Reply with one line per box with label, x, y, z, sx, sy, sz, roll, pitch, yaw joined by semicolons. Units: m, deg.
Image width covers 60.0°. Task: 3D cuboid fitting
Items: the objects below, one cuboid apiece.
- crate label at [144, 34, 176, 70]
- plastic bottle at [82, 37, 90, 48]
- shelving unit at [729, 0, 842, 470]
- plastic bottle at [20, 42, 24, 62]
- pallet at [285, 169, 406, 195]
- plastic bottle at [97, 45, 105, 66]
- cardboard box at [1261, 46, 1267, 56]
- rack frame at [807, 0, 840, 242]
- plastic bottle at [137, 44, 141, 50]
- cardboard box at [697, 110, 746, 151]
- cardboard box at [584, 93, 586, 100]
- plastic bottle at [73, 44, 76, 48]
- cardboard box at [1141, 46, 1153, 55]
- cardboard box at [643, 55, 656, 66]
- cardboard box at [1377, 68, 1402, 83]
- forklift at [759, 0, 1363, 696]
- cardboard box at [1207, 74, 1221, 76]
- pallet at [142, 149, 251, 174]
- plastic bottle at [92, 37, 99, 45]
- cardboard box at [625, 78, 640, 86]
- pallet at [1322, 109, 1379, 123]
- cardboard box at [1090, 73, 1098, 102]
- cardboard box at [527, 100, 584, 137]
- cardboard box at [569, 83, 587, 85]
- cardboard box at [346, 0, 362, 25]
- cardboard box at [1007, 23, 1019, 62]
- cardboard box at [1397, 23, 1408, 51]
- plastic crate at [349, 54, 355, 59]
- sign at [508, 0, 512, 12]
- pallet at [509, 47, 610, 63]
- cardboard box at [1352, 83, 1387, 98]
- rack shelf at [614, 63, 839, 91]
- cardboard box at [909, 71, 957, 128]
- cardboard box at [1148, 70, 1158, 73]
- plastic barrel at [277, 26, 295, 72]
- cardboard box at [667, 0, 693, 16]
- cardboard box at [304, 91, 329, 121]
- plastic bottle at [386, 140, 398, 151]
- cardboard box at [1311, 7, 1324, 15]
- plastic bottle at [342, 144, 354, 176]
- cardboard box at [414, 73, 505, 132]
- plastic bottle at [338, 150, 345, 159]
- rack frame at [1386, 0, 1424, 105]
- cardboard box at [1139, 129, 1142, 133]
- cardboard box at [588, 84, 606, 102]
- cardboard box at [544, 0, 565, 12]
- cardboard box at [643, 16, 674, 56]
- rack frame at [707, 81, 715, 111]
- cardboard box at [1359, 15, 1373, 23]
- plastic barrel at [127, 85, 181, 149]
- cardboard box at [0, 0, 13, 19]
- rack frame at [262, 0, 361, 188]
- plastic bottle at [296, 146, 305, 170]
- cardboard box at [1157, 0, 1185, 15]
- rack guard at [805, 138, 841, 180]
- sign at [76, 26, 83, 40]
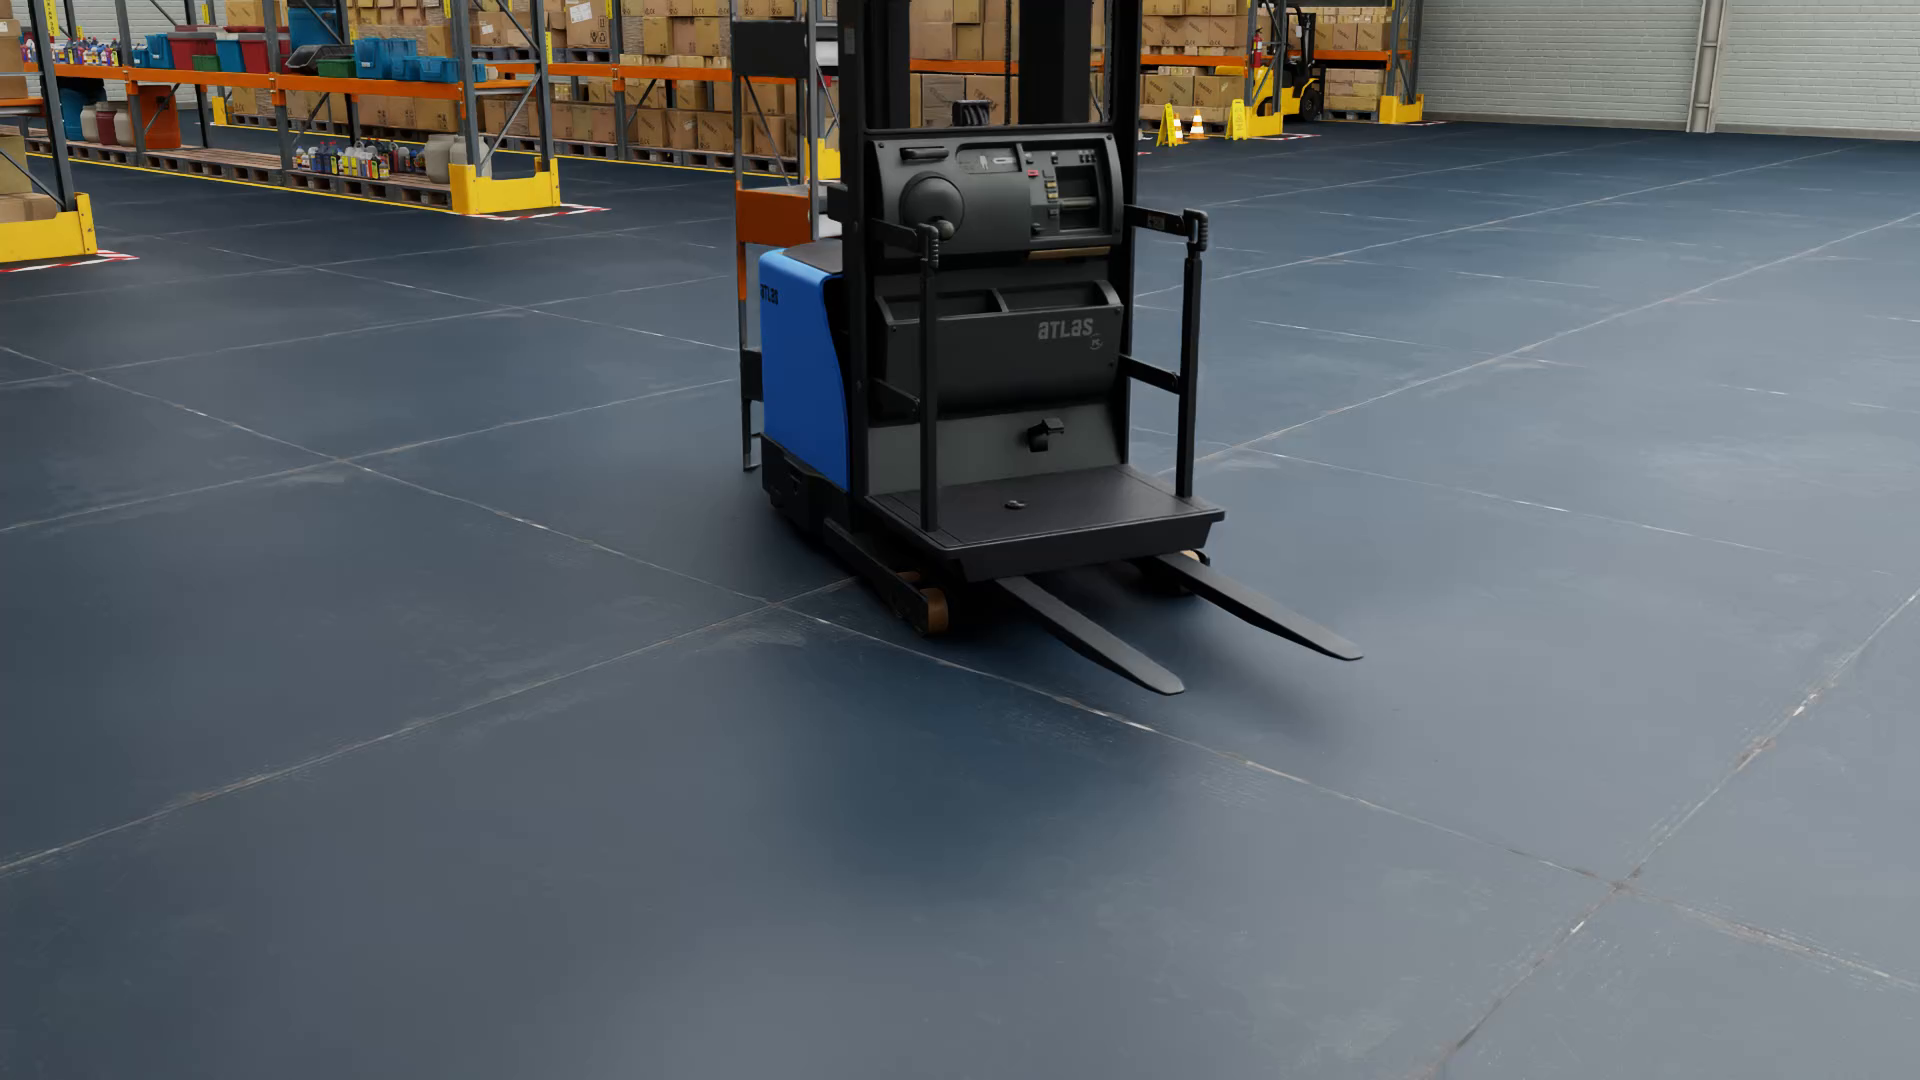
crate label;-10.161;-6.323;21.518;0.616;0.435;0.502;15;23;39
plastic bottle;-12.769;-7.166;24.315;0.185;0.351;0.144;15;23;39
shelving unit;-0.663;-1.317;7.282;0.503;2.100;0.431;16;23;41
plastic bottle;-13.726;-7.144;24.357;0.133;0.283;0.061;15;23;39
pallet;-7.258;-4.290;19.781;1.213;0.211;1.003;15;23;39
plastic bottle;-11.703;-6.603;22.671;0.097;0.271;0.097;0;18;0
cardboard box;5.008;-8.318;28.279;0.250;0.149;0.380;15;23;39
rack frame;-0.485;-1.267;7.123;0.015;2.100;0.400;16;23;41
plastic bottle;-11.594;-6.880;23.546;0.097;0.271;0.097;0;18;0
cardboard box;-3.223;-5.583;22.684;0.500;0.500;0.500;13;22;34
cardboard box;-7.369;-8.751;32.754;0.250;0.149;0.380;15;23;40
plastic bottle;-12.363;-6.803;23.282;0.133;0.283;0.061;15;23;39
cardboard box;3.313;-8.567;29.064;0.250;0.149;0.380;15;23;39
cardboard box;-4.101;-6.556;22.726;0.250;0.149;0.380;15;23;39
cardboard box;8.182;-8.952;32.060;0.500;0.250;0.500;15;23;38
forklift;0.235;-1.222;5.615;1.130;2.935;3.031;-8;19;-23
cardboard box;4.292;-7.903;29.168;0.500;0.500;0.500;14;22;37
pallet;-10.171;-5.073;22.248;1.213;0.211;1.003;15;23;39
plastic bottle;-12.674;-7.199;24.417;0.185;0.351;0.144;15;23;39
cardboard box;-5.905;-8.541;30.762;0.500;0.250;0.500;16;24;41
pallet;7.816;-8.262;32.296;1.213;0.211;1.003;15;23;39
cardboard box;2.394;-8.194;30.083;0.500;0.500;0.500;16;24;42
cardboard box;-6.071;-6.355;25.082;0.700;0.500;0.500;-16;24;-41
cardboard box;-7.570;-8.942;32.863;0.250;0.149;0.380;15;23;39
cardboard box;-9.946;-8.890;27.841;0.637;0.503;0.797;14;23;38
cardboard box;1.181;-7.424;24.798;0.550;0.550;0.875;15;23;39
cardboard box;8.230;-9.657;31.916;0.500;0.500;0.500;16;24;41
plastic crate;-6.725;-5.532;19.330;0.616;0.251;0.499;15;23;39
sign;-7.084;-8.326;26.105;0.005;0.325;0.100;15;23;39
pallet;-5.930;-7.208;24.681;1.213;0.211;1.003;15;23;39
cardboard box;7.845;-8.602;31.782;0.500;0.250;0.500;15;23;39
rack shelf;-2.950;-6.140;22.188;4.000;0.370;1.077;15;23;39
cardboard box;-0.654;-7.031;26.627;0.875;0.875;0.875;15;23;40
cardboard box;4.451;-9.578;35.065;0.625;0.625;0.875;15;23;39
plastic barrel;-8.303;-6.070;20.555;0.433;0.535;0.433;0;18;0
cardboard box;-3.529;-7.202;22.035;0.500;0.500;0.500;15;23;39
cardboard box;-10.870;-7.829;29.139;0.875;0.875;0.875;15;23;39
plastic bottle;-6.675;-4.543;19.620;0.185;0.351;0.144;15;23;39
cardboard box;6.987;-10.203;32.074;0.250;0.149;0.380;16;23;40
plastic bottle;-6.946;-4.331;18.953;0.185;0.351;0.144;15;23;39
cardboard box;-7.940;-7.018;26.585;0.875;0.875;1.225;14;22;37
plastic bottle;-7.129;-4.358;19.168;0.097;0.271;0.097;0;18;0
rack frame;8.416;-9.447;31.420;0.127;3.000;1.000;15;23;39
cardboard box;2.804;-6.770;27.699;0.380;0.149;0.250;-6;18;-18
cardboard box;-6.685;-8.393;31.536;0.500;0.500;0.500;16;24;41
cardboard box;-7.592;-10.292;31.771;0.500;0.500;0.500;14;22;37
cardboard box;-3.799;-6.861;22.614;0.500;0.500;0.875;15;23;39
rack frame;-4.069;-8.789;29.347;0.127;3.000;1.000;15;23;39
cardboard box;7.760;-9.855;31.467;0.250;0.149;0.380;16;23;40
plastic barrel;-11.102;-5.827;22.907;0.708;0.830;0.600;15;23;39
cardboard box;-8.412;-4.614;13.881;0.500;0.500;0.700;15;23;39
rack frame;-7.733;-5.764;19.814;0.127;3.000;1.000;15;23;39
plastic bottle;-7.786;-4.510;19.646;0.097;0.271;0.097;0;18;0
cardboard box;3.774;-9.225;28.410;0.500;0.500;0.700;15;23;39
rack guard;-1.511;-4.905;21.240;0.348;0.500;1.175;15;23;39
sign;-13.350;-7.626;25.224;0.005;0.325;0.100;15;23;39
